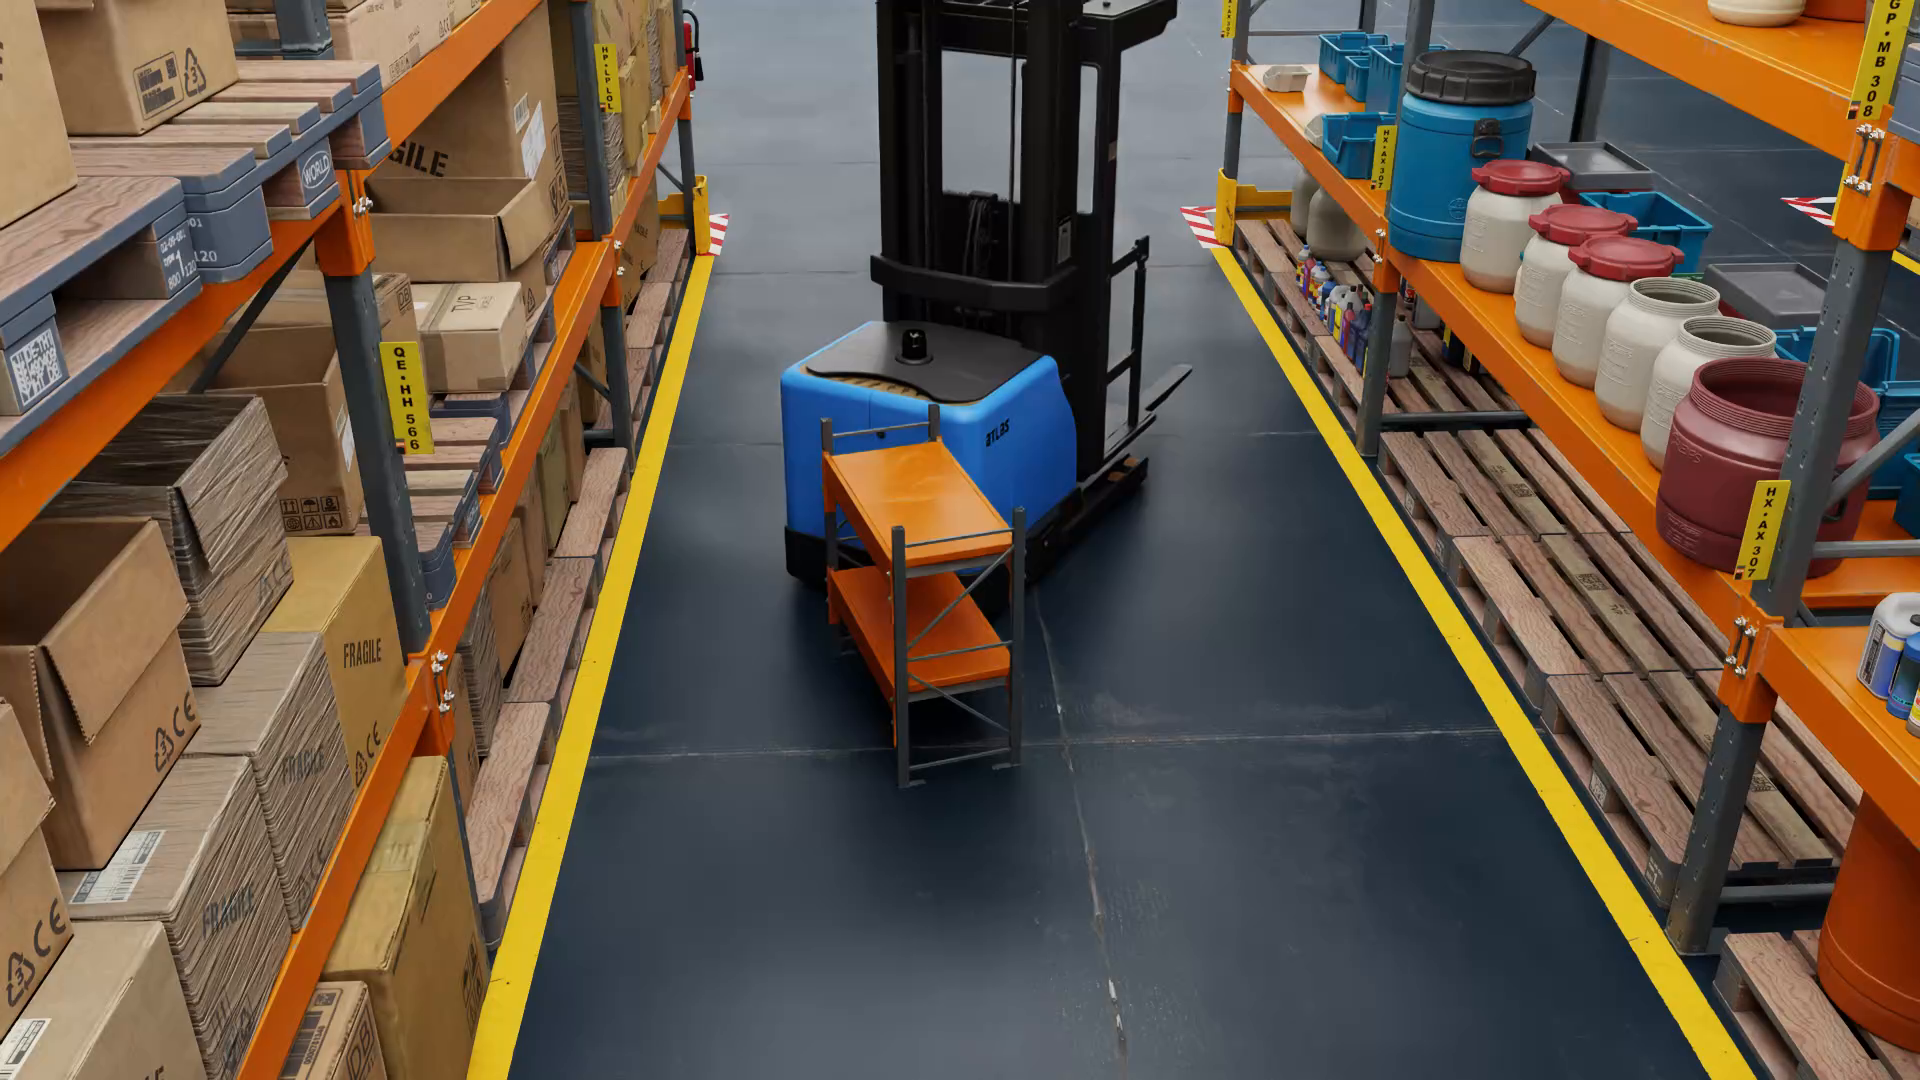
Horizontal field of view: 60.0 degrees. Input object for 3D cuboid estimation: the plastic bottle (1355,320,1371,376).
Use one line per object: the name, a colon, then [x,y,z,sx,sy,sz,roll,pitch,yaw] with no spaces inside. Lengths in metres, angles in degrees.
plastic bottle: [2.373,-1.129,9.560,0.144,0.351,0.185,-2,28,-4]

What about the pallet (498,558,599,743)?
pallet: [-2.143,0.462,7.136,1.003,0.211,1.213,-1,28,-3]

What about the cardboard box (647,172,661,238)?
cardboard box: [-2.445,-2.335,11.732,0.500,0.500,0.500,4,28,7]

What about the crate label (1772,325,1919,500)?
crate label: [3.121,-0.452,5.834,0.502,0.435,0.616,-1,28,-3]

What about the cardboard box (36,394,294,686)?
cardboard box: [-2.021,-0.002,3.818,0.797,0.503,0.637,0,28,-1]

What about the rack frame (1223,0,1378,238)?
rack frame: [2.485,-3.665,12.034,1.000,3.000,0.127,-1,28,-3]

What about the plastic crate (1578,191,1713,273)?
plastic crate: [3.062,-1.309,7.534,0.392,0.384,0.575,-1,28,-3]

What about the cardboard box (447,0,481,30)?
cardboard box: [-1.877,-1.812,5.399,0.500,0.250,0.500,-1,28,-2]

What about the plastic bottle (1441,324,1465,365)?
plastic bottle: [2.922,-1.218,9.730,0.144,0.351,0.185,-1,28,-3]

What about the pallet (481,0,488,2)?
pallet: [-2.269,-2.179,6.143,1.213,0.211,1.003,-1,28,-3]

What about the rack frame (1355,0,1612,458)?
rack frame: [2.694,-1.818,8.492,1.000,3.000,0.127,-1,28,-3]

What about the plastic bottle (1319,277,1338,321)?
plastic bottle: [2.302,-1.508,10.372,0.097,0.271,0.097,0,28,0]

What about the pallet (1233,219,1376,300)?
pallet: [2.573,-2.020,11.894,1.003,0.211,1.213,-1,28,-3]

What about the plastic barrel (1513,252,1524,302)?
plastic barrel: [2.610,-1.142,7.345,0.301,0.262,0.301,0,28,0]

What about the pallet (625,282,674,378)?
pallet: [-2.389,-1.336,10.584,1.003,0.211,1.213,-1,28,-3]

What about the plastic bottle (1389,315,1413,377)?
plastic bottle: [2.517,-1.133,9.567,0.144,0.351,0.185,-1,28,-3]

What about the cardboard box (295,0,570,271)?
cardboard box: [-2.351,-1.780,7.317,1.000,1.000,1.000,-1,28,-2]

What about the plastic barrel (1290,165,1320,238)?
plastic barrel: [2.596,-2.446,11.933,0.421,0.512,0.421,0,28,0]

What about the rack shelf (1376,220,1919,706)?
rack shelf: [2.798,-0.575,6.888,1.077,0.370,4.000,-1,28,-3]

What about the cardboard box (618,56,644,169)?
cardboard box: [-2.205,-2.316,9.017,0.875,0.500,0.500,-1,28,-3]

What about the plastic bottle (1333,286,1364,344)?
plastic bottle: [2.346,-1.367,10.016,0.144,0.351,0.185,-2,28,-3]

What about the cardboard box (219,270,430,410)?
cardboard box: [-2.241,-0.586,5.567,0.700,0.500,0.500,3,28,5]

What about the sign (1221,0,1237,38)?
sign: [1.936,-3.777,11.948,0.100,0.325,0.005,-1,28,-3]

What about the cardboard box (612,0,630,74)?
cardboard box: [-2.049,-2.763,8.793,0.500,0.500,0.500,-1,28,-3]

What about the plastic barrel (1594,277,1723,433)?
plastic barrel: [2.614,-0.685,6.199,0.421,0.512,0.421,0,28,0]

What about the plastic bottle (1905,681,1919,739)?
plastic bottle: [2.586,0.424,4.408,0.097,0.201,0.097,0,28,0]

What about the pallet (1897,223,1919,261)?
pallet: [7.514,-2.195,12.230,1.003,0.211,1.213,-1,28,-3]

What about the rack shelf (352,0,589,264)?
rack shelf: [-2.148,-1.786,5.965,1.077,0.370,4.000,-1,28,-3]

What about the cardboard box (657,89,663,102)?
cardboard box: [-2.165,-2.962,10.958,0.380,0.149,0.250,-1,28,-3]

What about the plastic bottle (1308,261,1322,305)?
plastic bottle: [2.286,-1.648,10.640,0.097,0.271,0.097,0,28,0]

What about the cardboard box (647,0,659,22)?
cardboard box: [-2.130,-3.456,10.121,0.500,0.500,0.500,-1,28,-3]

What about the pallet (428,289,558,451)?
pallet: [-2.188,-0.679,6.516,1.003,0.211,1.213,-1,28,-3]

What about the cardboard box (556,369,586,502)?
cardboard box: [-2.242,-0.501,8.195,0.700,0.500,0.500,-3,28,-7]

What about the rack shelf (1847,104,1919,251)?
rack shelf: [3.007,-0.058,2.652,1.077,0.370,4.000,-1,28,-3]

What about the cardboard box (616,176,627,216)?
cardboard box: [-1.963,-1.809,8.747,0.380,0.149,0.250,-1,28,-3]

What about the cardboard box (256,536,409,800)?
cardboard box: [-1.770,0.326,4.273,0.500,0.500,0.500,-1,28,-1]

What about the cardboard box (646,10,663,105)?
cardboard box: [-2.331,-3.007,10.343,0.875,0.500,0.500,-1,28,-3]

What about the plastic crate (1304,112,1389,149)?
plastic crate: [2.356,-2.445,9.979,0.530,0.136,0.437,-1,28,-3]

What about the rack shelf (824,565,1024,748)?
rack shelf: [-0.164,0.414,6.768,0.538,0.278,1.000,-9,29,-16]

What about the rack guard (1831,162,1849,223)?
rack guard: [7.431,-2.686,12.859,1.175,0.500,0.348,-1,28,-3]

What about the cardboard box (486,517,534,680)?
cardboard box: [-2.177,0.236,6.782,0.700,0.500,0.500,1,28,2]

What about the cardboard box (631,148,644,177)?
cardboard box: [-1.998,-2.156,9.412,0.380,0.149,0.250,-1,28,-3]

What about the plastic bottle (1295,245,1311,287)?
plastic bottle: [2.269,-1.806,10.943,0.097,0.271,0.097,0,28,0]

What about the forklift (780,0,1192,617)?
forklift: [0.335,-1.581,8.111,1.130,2.935,3.031,14,31,25]

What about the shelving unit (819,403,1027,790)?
shelving unit: [-0.164,0.198,6.655,0.538,1.125,1.048,-9,29,-16]

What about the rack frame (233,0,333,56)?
rack frame: [-2.043,-2.511,3.334,1.000,3.000,0.127,-1,28,-3]

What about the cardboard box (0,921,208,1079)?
cardboard box: [-1.694,1.031,2.921,0.500,0.500,0.500,-1,28,-2]

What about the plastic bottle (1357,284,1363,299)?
plastic bottle: [2.447,-1.415,10.181,0.061,0.283,0.133,-1,28,-3]

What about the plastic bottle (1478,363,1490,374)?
plastic bottle: [3.071,-1.112,9.608,0.152,0.276,0.135,0,28,-1]

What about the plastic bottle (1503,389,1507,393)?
plastic bottle: [3.115,-0.961,9.324,0.097,0.271,0.097,0,28,0]

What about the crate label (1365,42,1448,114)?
crate label: [2.851,-2.838,10.409,0.502,0.435,0.616,-1,28,-3]

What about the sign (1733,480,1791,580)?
sign: [2.354,-0.027,4.881,0.100,0.325,0.005,-1,28,-3]

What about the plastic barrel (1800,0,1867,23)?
plastic barrel: [3.043,-2.178,5.474,0.600,0.830,0.708,-1,28,-3]

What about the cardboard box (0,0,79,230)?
cardboard box: [-1.807,-0.735,2.610,0.500,0.500,0.500,0,28,0]

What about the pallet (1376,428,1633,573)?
pallet: [2.774,-0.220,8.444,1.003,0.211,1.213,-1,28,-3]

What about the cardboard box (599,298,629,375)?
cardboard box: [-2.271,-1.226,9.607,0.500,0.500,0.500,7,28,14]

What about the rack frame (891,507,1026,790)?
rack frame: [-0.003,0.420,6.227,0.500,1.125,0.032,-9,29,-16]
